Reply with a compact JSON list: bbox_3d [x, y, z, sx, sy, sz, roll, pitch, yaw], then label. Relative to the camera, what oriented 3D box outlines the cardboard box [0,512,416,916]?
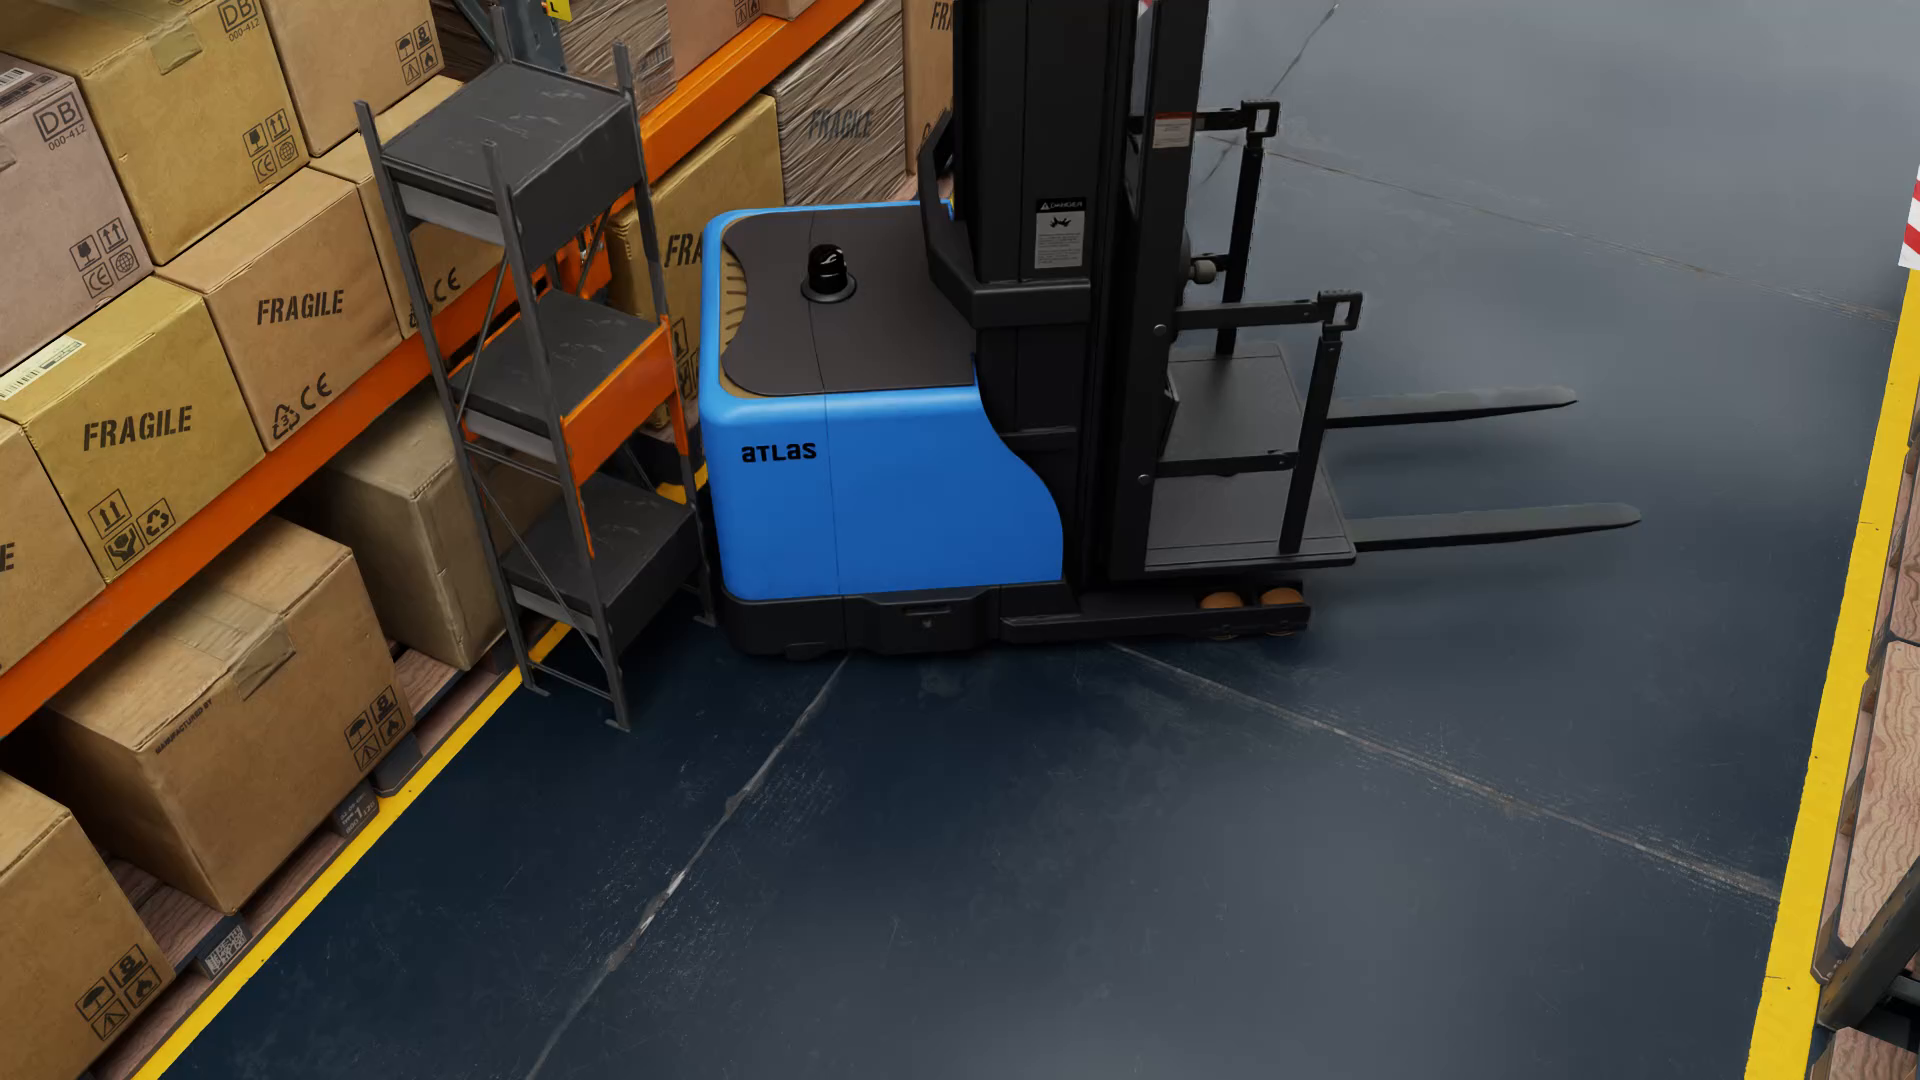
[{"bbox_3d":[-2.239,0.344,4.588,1.050,0.750,0.750,20,49,19],"label":"cardboard box"}]

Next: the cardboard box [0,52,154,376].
[{"bbox_3d":[-2.277,-0.756,3.615,0.700,0.500,0.500,21,49,19],"label":"cardboard box"}]

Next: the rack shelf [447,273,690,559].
[{"bbox_3d":[-1.088,-0.347,4.633,0.431,0.518,0.480,20,49,19],"label":"rack shelf"}]

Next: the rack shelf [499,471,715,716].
[{"bbox_3d":[-1.088,0.141,5.134,0.431,0.518,0.480,20,49,19],"label":"rack shelf"}]

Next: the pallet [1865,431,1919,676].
[{"bbox_3d":[3.612,0.149,5.455,1.003,0.211,1.213,20,49,19],"label":"pallet"}]

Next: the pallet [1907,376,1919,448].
[{"bbox_3d":[4.180,-0.617,6.212,1.003,0.211,1.213,20,49,19],"label":"pallet"}]

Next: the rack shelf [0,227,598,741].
[{"bbox_3d":[-2.508,0.186,3.963,1.077,0.370,4.000,20,49,19],"label":"rack shelf"}]

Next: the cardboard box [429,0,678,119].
[{"bbox_3d":[-1.419,-1.616,5.133,0.875,0.550,0.550,20,49,19],"label":"cardboard box"}]

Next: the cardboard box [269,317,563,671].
[{"bbox_3d":[-1.788,-0.263,5.187,1.050,0.750,0.750,20,49,19],"label":"cardboard box"}]

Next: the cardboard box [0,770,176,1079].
[{"bbox_3d":[-2.671,0.931,4.008,1.050,0.750,0.750,21,49,20],"label":"cardboard box"}]

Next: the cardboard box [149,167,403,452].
[{"bbox_3d":[-1.820,-0.627,4.190,0.500,0.500,0.500,20,49,19],"label":"cardboard box"}]

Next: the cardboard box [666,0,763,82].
[{"bbox_3d":[-1.184,-1.970,5.482,0.875,0.550,0.550,20,49,19],"label":"cardboard box"}]

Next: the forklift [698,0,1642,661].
[{"bbox_3d":[0.721,-1.078,4.754,3.031,2.935,1.130,-4,45,-4],"label":"forklift"}]

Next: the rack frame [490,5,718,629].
[{"bbox_3d":[-0.975,-0.512,4.774,0.400,2.100,0.015,20,49,19],"label":"rack frame"}]

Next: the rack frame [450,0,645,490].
[{"bbox_3d":[-1.580,-1.327,4.952,1.000,3.000,0.127,20,49,19],"label":"rack frame"}]

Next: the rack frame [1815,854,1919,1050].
[{"bbox_3d":[2.767,0.375,3.271,1.000,3.000,0.127,20,49,19],"label":"rack frame"}]

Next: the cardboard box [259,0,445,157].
[{"bbox_3d":[-1.805,-1.399,4.250,0.700,0.500,0.500,20,49,18],"label":"cardboard box"}]

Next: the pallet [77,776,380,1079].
[{"bbox_3d":[-2.436,0.936,4.677,1.003,0.211,1.213,20,49,19],"label":"pallet"}]

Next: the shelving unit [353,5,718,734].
[{"bbox_3d":[-1.088,-0.357,4.623,0.431,2.100,0.503,20,49,19],"label":"shelving unit"}]

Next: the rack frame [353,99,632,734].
[{"bbox_3d":[-1.200,-0.202,4.472,0.400,2.100,0.015,20,49,19],"label":"rack frame"}]

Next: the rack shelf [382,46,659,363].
[{"bbox_3d":[-1.087,-0.836,4.132,0.431,0.518,0.480,20,49,19],"label":"rack shelf"}]

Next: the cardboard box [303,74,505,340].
[{"bbox_3d":[-1.585,-0.945,4.505,0.500,0.500,0.500,20,49,19],"label":"cardboard box"}]

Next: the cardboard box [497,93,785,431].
[{"bbox_3d":[-1.226,-1.101,5.927,0.875,0.875,0.875,21,49,20],"label":"cardboard box"}]

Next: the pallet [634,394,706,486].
[{"bbox_3d":[-1.157,-0.800,6.392,1.003,0.211,1.213,20,49,19],"label":"pallet"}]

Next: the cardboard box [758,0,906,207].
[{"bbox_3d":[-0.811,-1.670,6.490,0.875,0.875,0.875,21,49,19],"label":"cardboard box"}]

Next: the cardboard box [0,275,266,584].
[{"bbox_3d":[-2.054,-0.308,3.875,0.500,0.500,0.500,21,49,19],"label":"cardboard box"}]

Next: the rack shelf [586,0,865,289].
[{"bbox_3d":[-0.651,-2.334,6.453,1.077,0.370,4.000,20,49,19],"label":"rack shelf"}]

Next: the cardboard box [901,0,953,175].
[{"bbox_3d":[-0.386,-2.243,7.057,0.875,0.875,0.875,20,49,18],"label":"cardboard box"}]

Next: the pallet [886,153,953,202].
[{"bbox_3d":[-0.592,-1.571,7.154,1.003,0.211,1.213,20,49,19],"label":"pallet"}]

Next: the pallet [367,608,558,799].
[{"bbox_3d":[-1.871,0.164,5.439,1.003,0.211,1.213,20,49,19],"label":"pallet"}]

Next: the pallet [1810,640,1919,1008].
[{"bbox_3d":[3.047,0.920,4.692,1.003,0.211,1.213,20,49,19],"label":"pallet"}]

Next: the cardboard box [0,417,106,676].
[{"bbox_3d":[-2.288,0.012,3.559,0.500,0.500,0.500,20,49,19],"label":"cardboard box"}]

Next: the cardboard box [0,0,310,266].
[{"bbox_3d":[-2.042,-1.074,3.929,0.700,0.500,0.500,20,49,18],"label":"cardboard box"}]

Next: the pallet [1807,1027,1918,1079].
[{"bbox_3d":[2.407,1.846,3.777,1.003,0.211,1.213,20,49,19],"label":"pallet"}]

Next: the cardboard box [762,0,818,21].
[{"bbox_3d":[-0.829,-2.271,5.780,0.875,0.550,0.550,20,49,19],"label":"cardboard box"}]

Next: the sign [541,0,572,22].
[{"bbox_3d":[-1.094,-1.533,4.398,0.100,0.325,0.005,20,49,19],"label":"sign"}]
